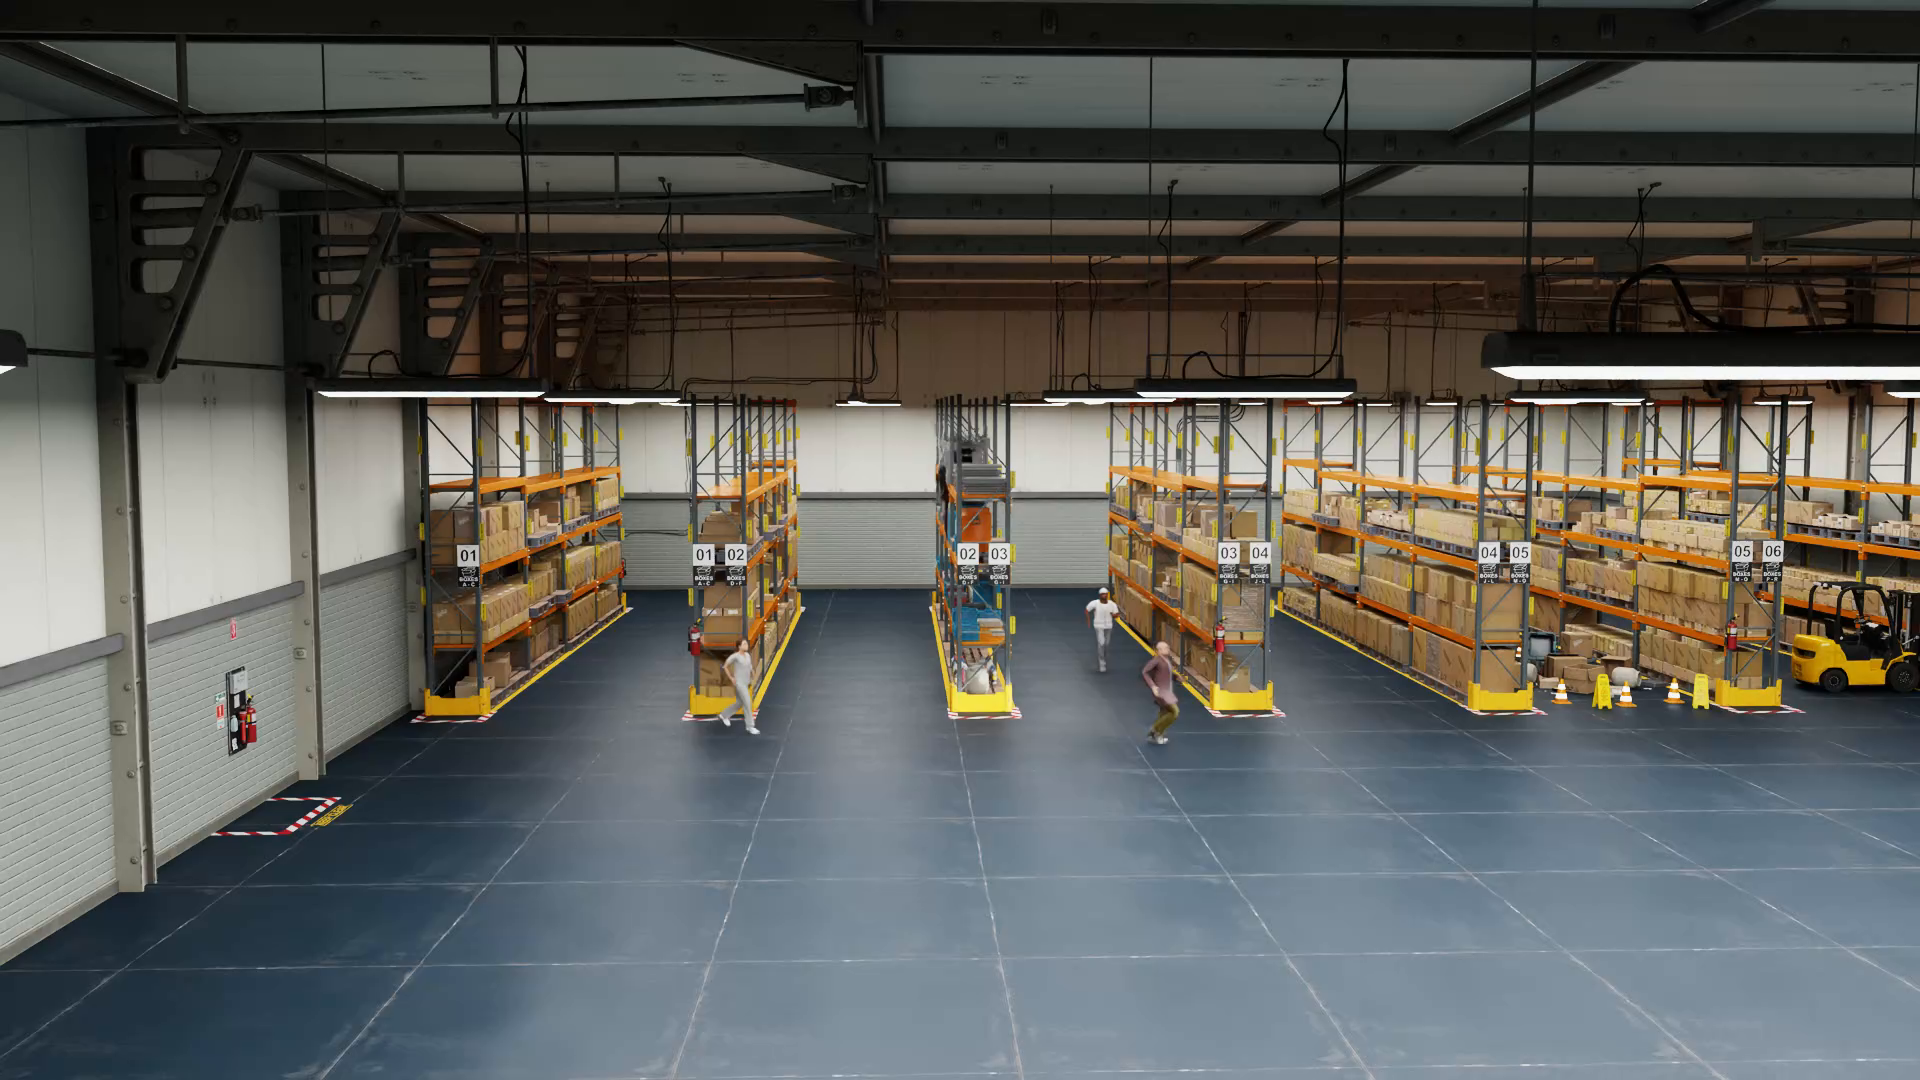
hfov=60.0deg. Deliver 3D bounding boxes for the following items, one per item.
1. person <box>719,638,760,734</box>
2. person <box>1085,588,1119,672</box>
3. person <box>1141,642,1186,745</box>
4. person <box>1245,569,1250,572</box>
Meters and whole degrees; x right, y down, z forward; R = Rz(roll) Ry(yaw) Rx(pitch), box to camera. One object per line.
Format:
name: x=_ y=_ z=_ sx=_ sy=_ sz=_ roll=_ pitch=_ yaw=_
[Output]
person: x=-3.913 y=2.569 z=29.560 sx=0.922 sy=1.678 sz=0.583 roll=2 pitch=5 yaw=27
person: x=3.146 y=1.954 z=36.579 sx=0.677 sy=1.819 sz=0.820 roll=-1 pitch=5 yaw=-15
person: x=3.503 y=2.609 z=28.316 sx=0.695 sy=1.741 sz=0.693 roll=2 pitch=5 yaw=28
person: x=8.383 y=1.111 z=48.276 sx=0.563 sy=1.629 sz=0.650 roll=-3 pitch=5 yaw=-31
